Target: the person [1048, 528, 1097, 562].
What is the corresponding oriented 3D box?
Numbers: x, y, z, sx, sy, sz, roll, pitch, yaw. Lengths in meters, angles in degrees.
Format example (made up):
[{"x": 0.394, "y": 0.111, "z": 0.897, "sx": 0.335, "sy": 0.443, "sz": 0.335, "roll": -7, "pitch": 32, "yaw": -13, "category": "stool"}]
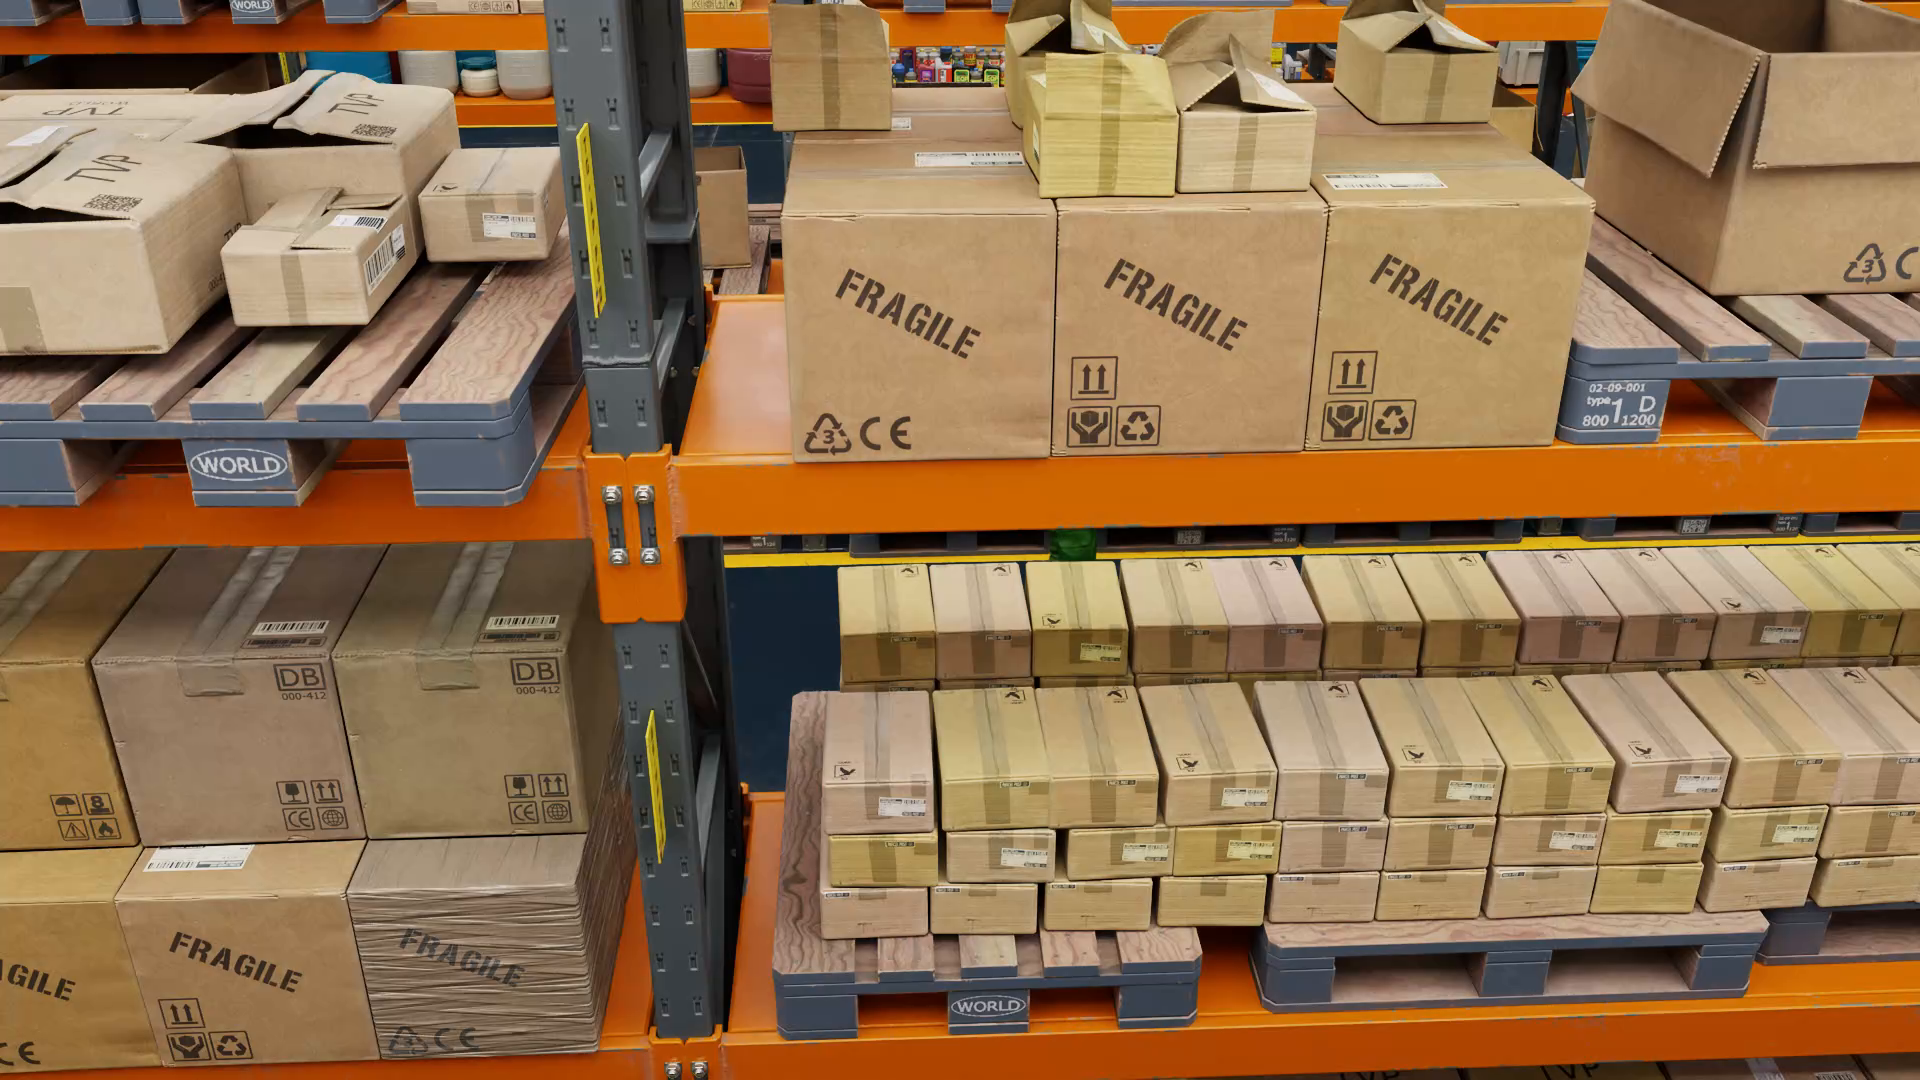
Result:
[{"x": 0.579, "y": -0.235, "z": 7.554, "sx": 0.570, "sy": 1.782, "sz": 0.494, "roll": -1, "pitch": 27, "yaw": -2, "category": "person"}]
